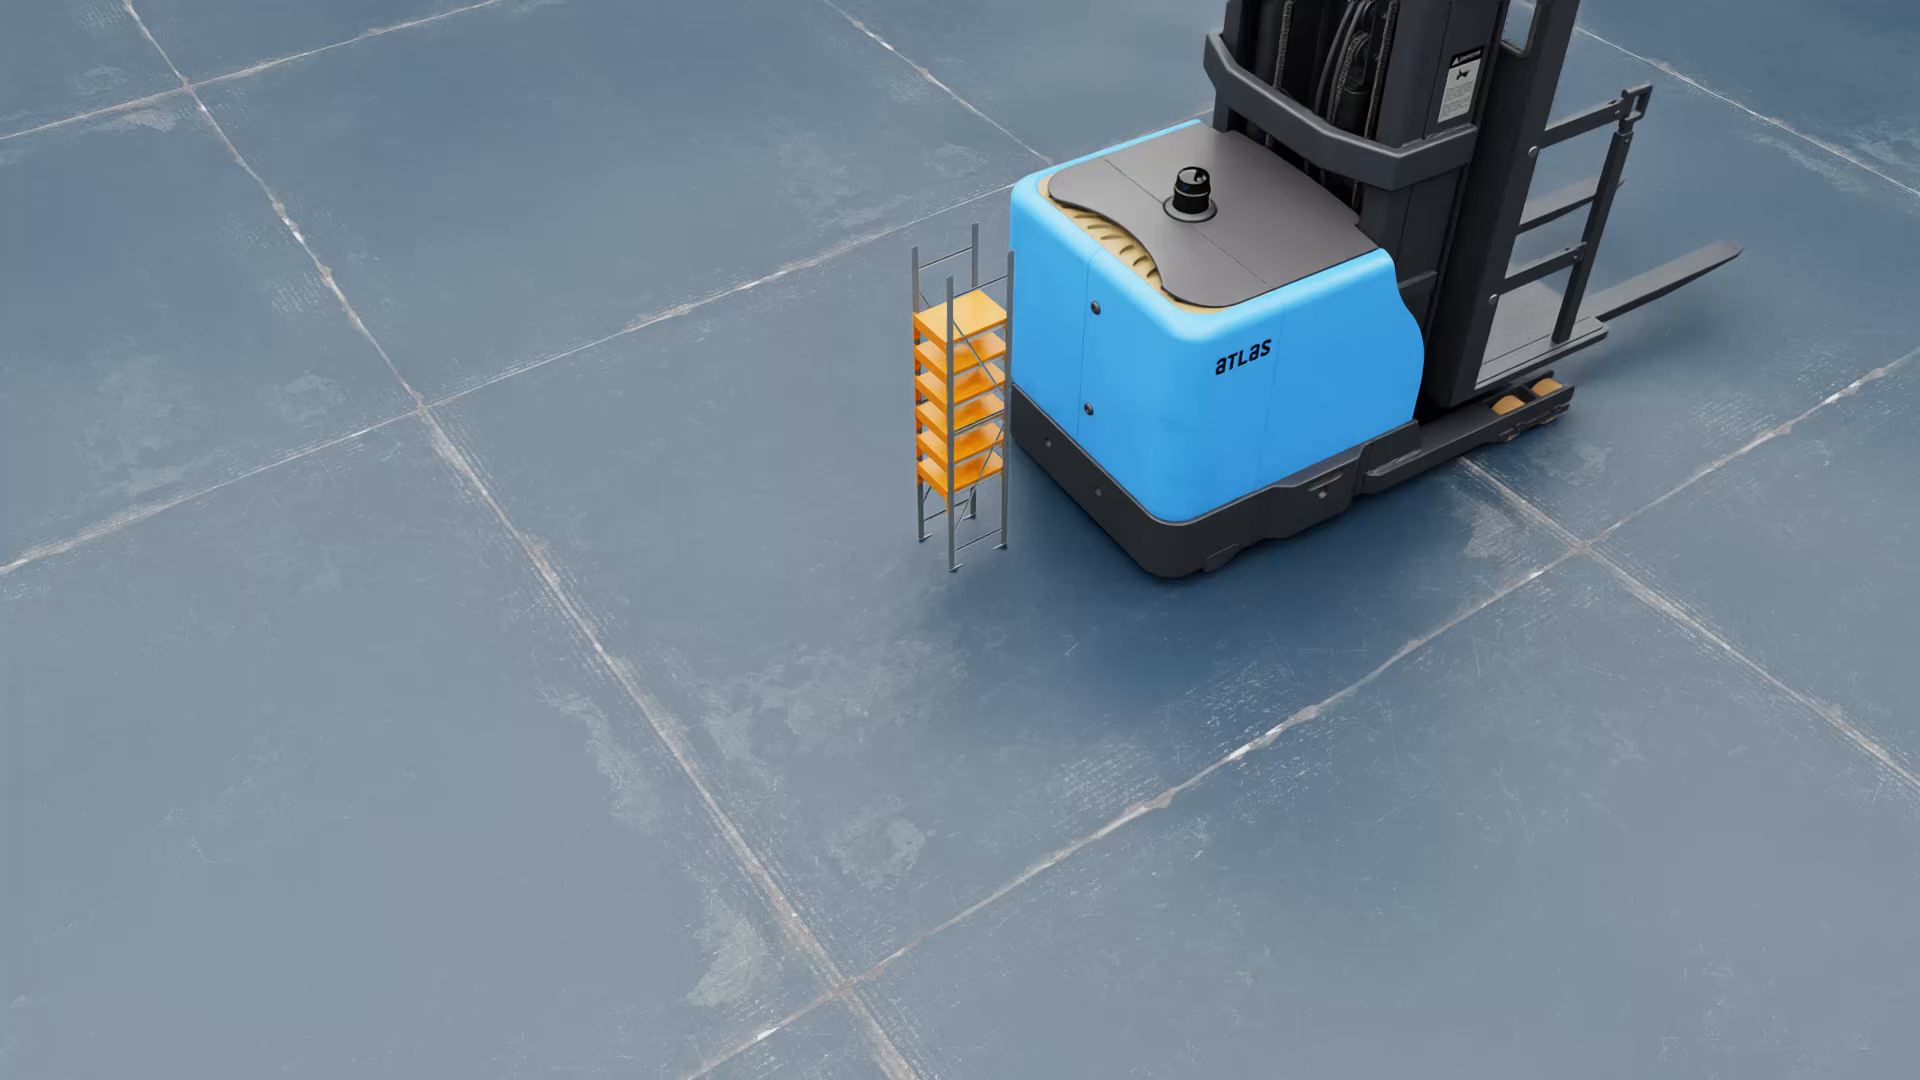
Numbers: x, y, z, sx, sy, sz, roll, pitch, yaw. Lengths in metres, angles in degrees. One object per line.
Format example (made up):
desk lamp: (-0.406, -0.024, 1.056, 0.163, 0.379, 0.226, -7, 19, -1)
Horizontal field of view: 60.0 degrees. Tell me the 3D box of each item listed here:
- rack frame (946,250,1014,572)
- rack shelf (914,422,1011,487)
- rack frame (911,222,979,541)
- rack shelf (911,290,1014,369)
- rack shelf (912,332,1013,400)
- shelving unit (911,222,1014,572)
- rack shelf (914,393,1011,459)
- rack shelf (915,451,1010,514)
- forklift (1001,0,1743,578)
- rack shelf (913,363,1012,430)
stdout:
rack frame: (0.061, -0.374, 5.273, 0.240, 1.200, 0.006, -26, 49, -24)
rack shelf: (0.008, -0.307, 5.441, 0.258, 0.103, 0.180, -26, 49, -24)
rack frame: (-0.044, -0.478, 5.381, 0.240, 1.200, 0.006, -26, 49, -24)
rack shelf: (0.008, -0.654, 5.109, 0.258, 0.103, 0.180, -26, 49, -24)
rack shelf: (0.008, -0.567, 5.192, 0.258, 0.103, 0.180, -26, 49, -24)
shelving unit: (0.008, -0.426, 5.327, 0.258, 1.200, 0.189, -26, 49, -24)
rack shelf: (0.008, -0.394, 5.358, 0.258, 0.103, 0.180, -26, 49, -24)
rack shelf: (0.008, -0.220, 5.524, 0.258, 0.103, 0.180, -26, 49, -24)
forklift: (1.674, -1.713, 5.422, 3.031, 2.935, 1.130, -23, 48, -22)
rack shelf: (0.008, -0.480, 5.275, 0.258, 0.103, 0.180, -26, 49, -24)
